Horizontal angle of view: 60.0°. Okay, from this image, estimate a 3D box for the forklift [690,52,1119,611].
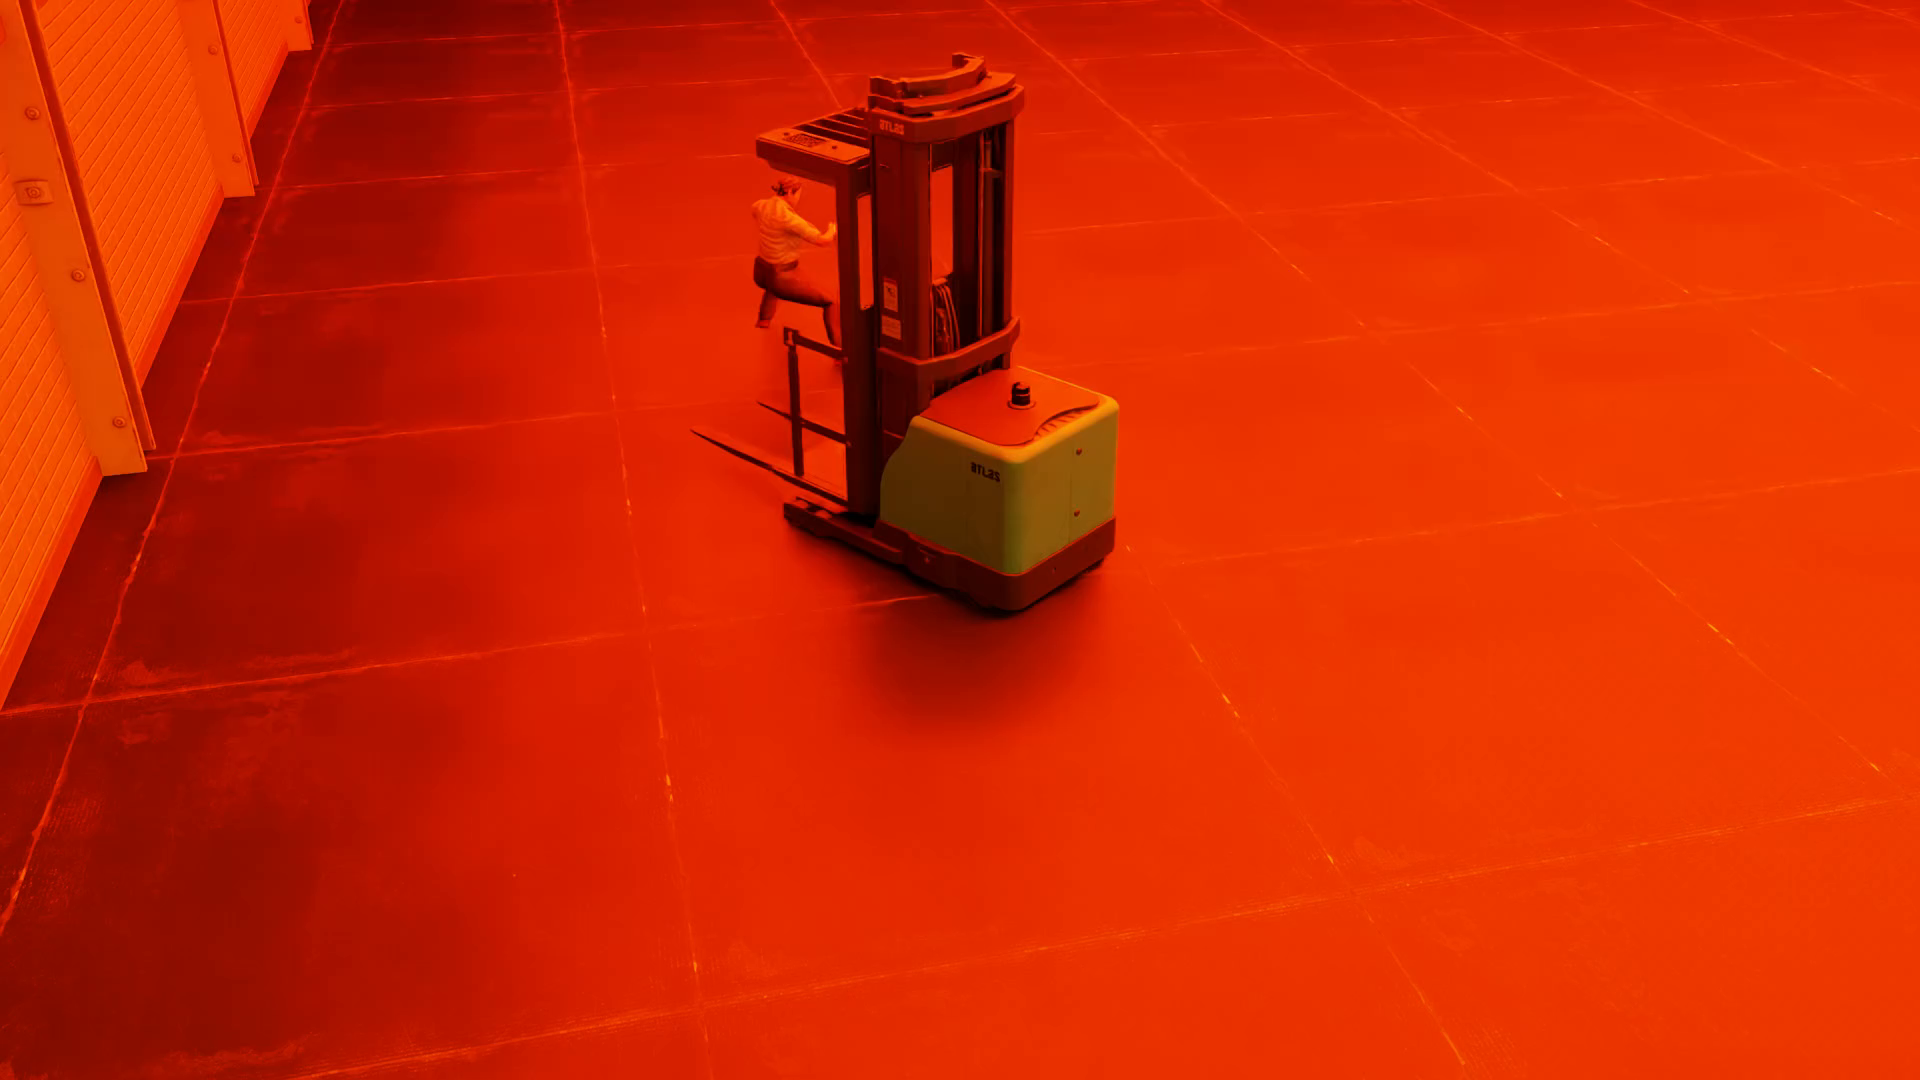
[{"bbox_3d":[-0.491,-1.469,10.112,3.031,2.935,1.130,24,37,35],"label":"forklift"}]

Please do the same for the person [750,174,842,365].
[{"bbox_3d":[-1.254,-2.143,12.783,0.668,1.420,1.043,-24,38,-35],"label":"person"}]
